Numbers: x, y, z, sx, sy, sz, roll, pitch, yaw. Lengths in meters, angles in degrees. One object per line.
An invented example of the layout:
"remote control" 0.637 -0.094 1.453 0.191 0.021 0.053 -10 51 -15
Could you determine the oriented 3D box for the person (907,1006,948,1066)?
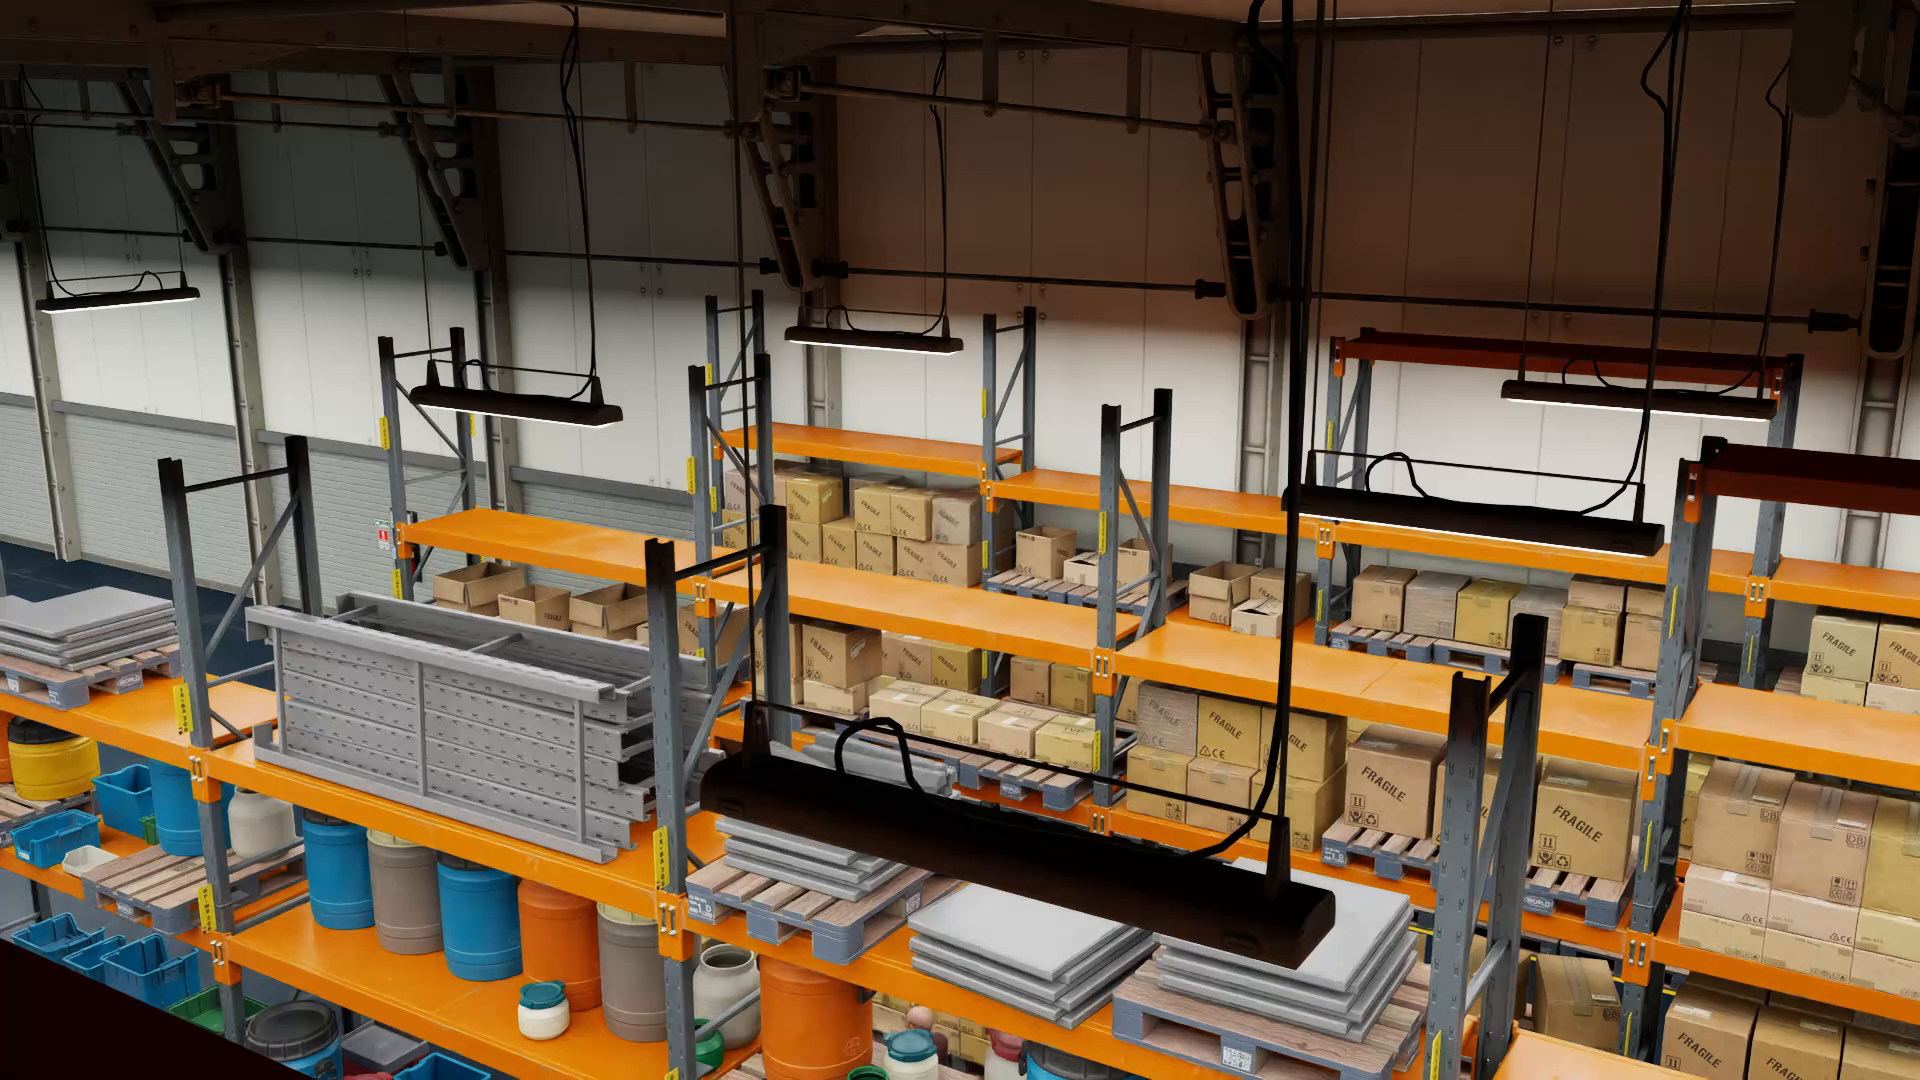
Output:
"person" -0.350 4.269 12.332 0.882 1.803 0.635 6 15 22
